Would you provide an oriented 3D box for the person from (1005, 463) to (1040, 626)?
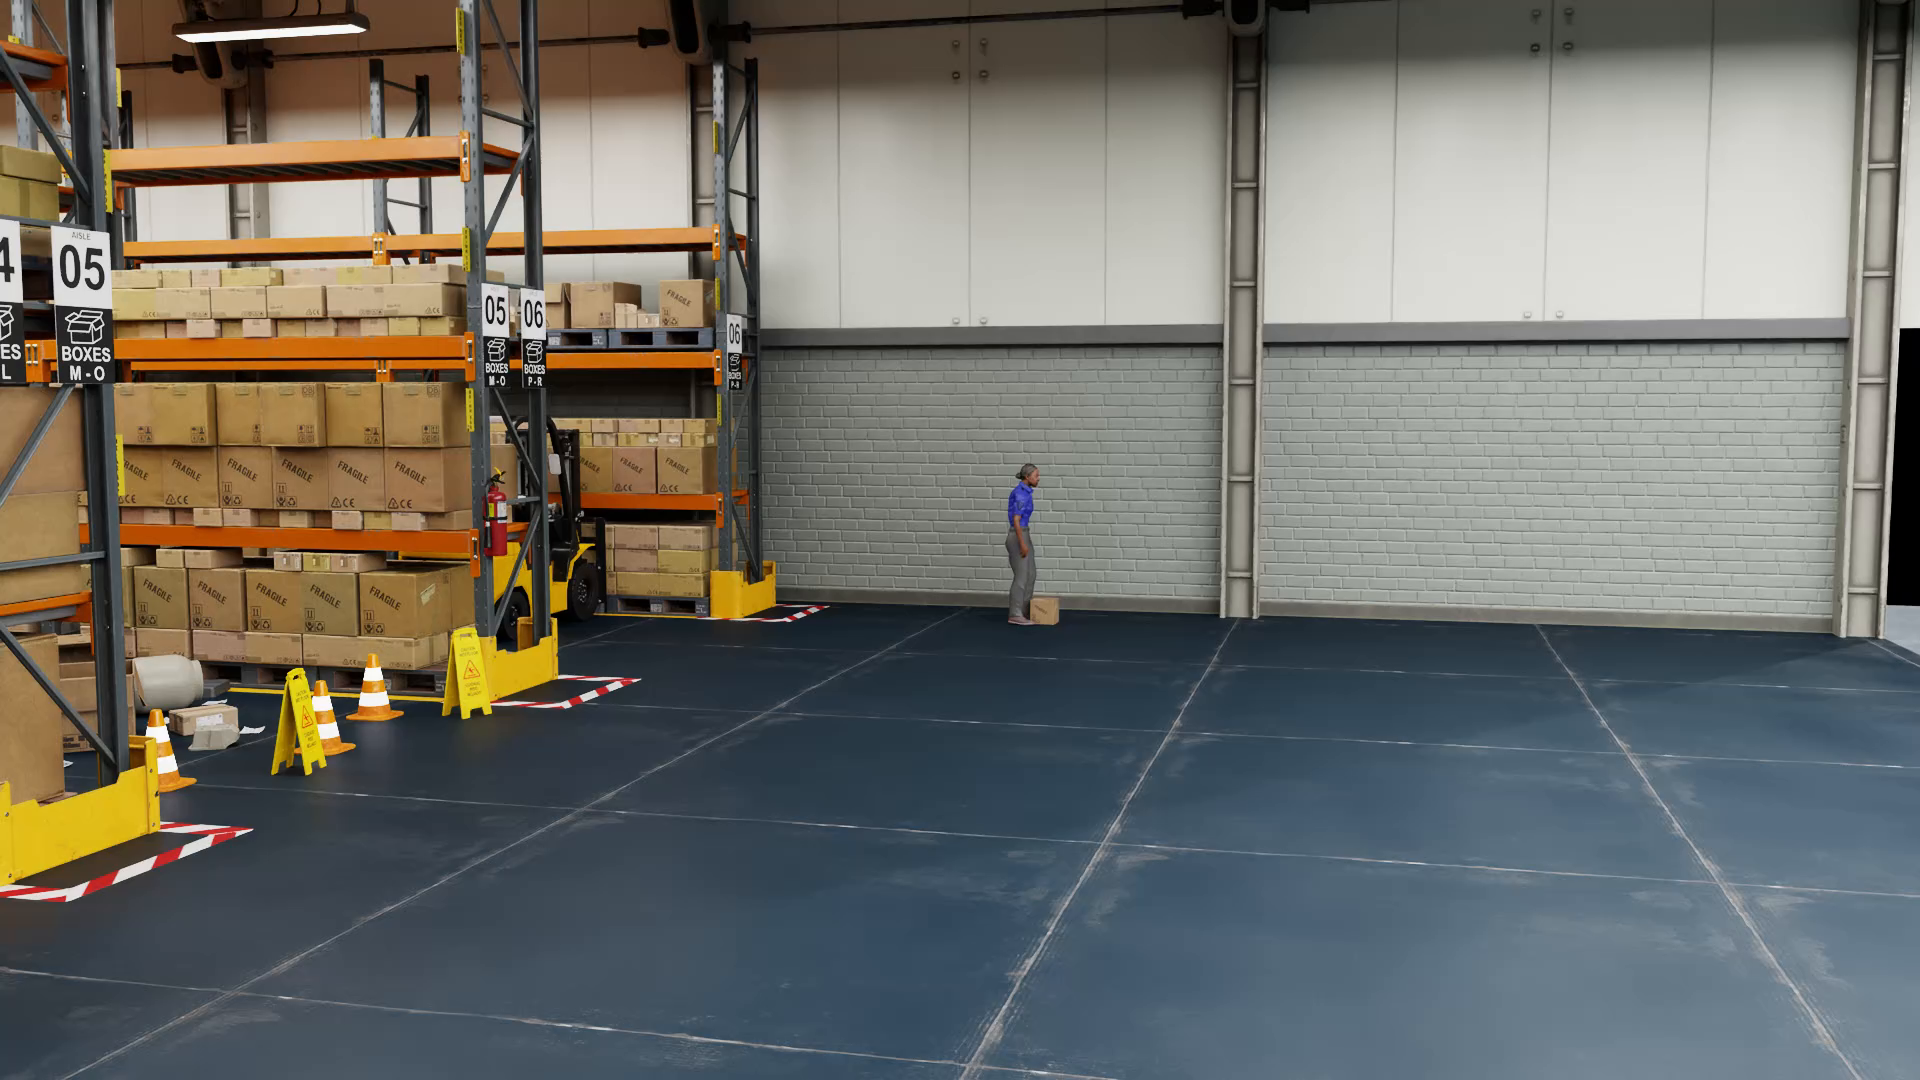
[{"bbox_3d":[0.674,0.032,17.201,0.395,1.656,0.530,1,5,11],"label":"person"}]
